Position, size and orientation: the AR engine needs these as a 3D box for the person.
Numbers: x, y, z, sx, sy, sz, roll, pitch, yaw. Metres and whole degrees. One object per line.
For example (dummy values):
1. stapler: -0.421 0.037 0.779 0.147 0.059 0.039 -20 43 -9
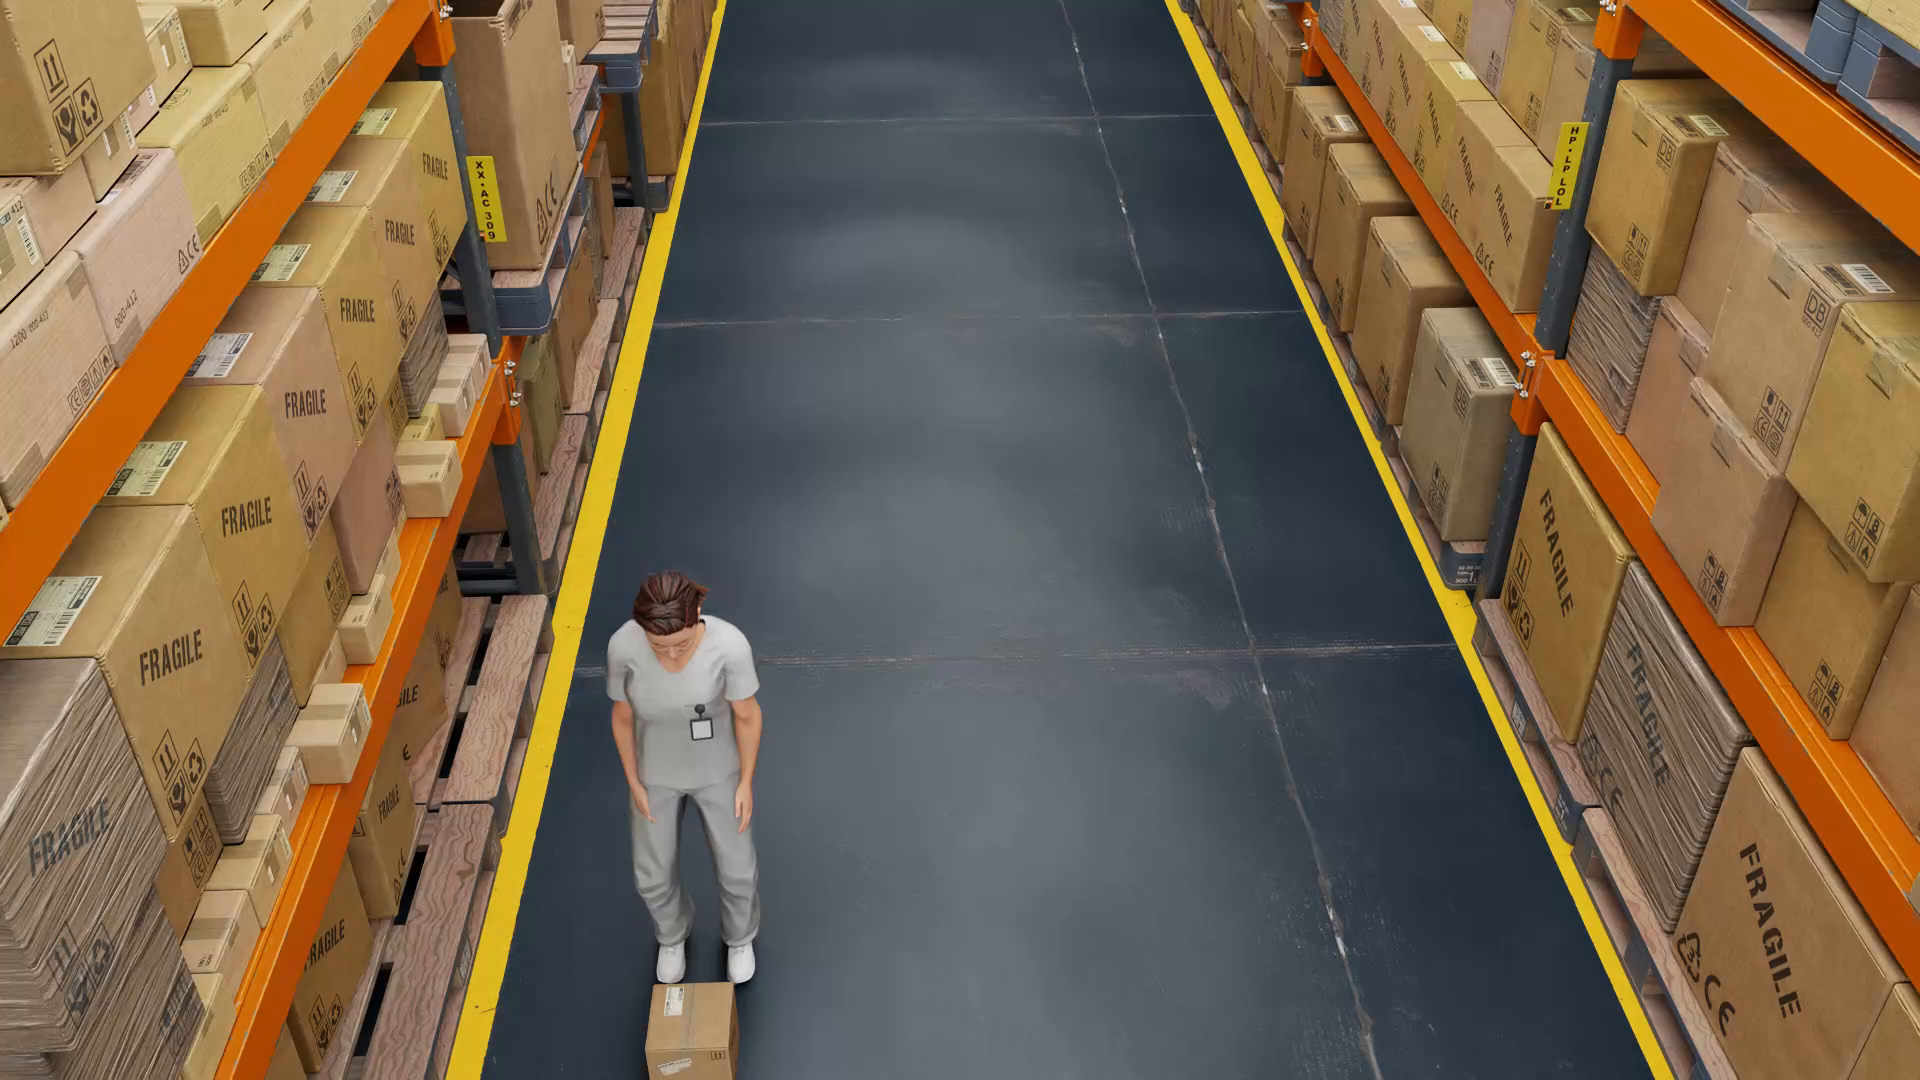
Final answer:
1. person: -0.827 0.733 5.156 0.458 1.637 0.368 -1 35 -1
